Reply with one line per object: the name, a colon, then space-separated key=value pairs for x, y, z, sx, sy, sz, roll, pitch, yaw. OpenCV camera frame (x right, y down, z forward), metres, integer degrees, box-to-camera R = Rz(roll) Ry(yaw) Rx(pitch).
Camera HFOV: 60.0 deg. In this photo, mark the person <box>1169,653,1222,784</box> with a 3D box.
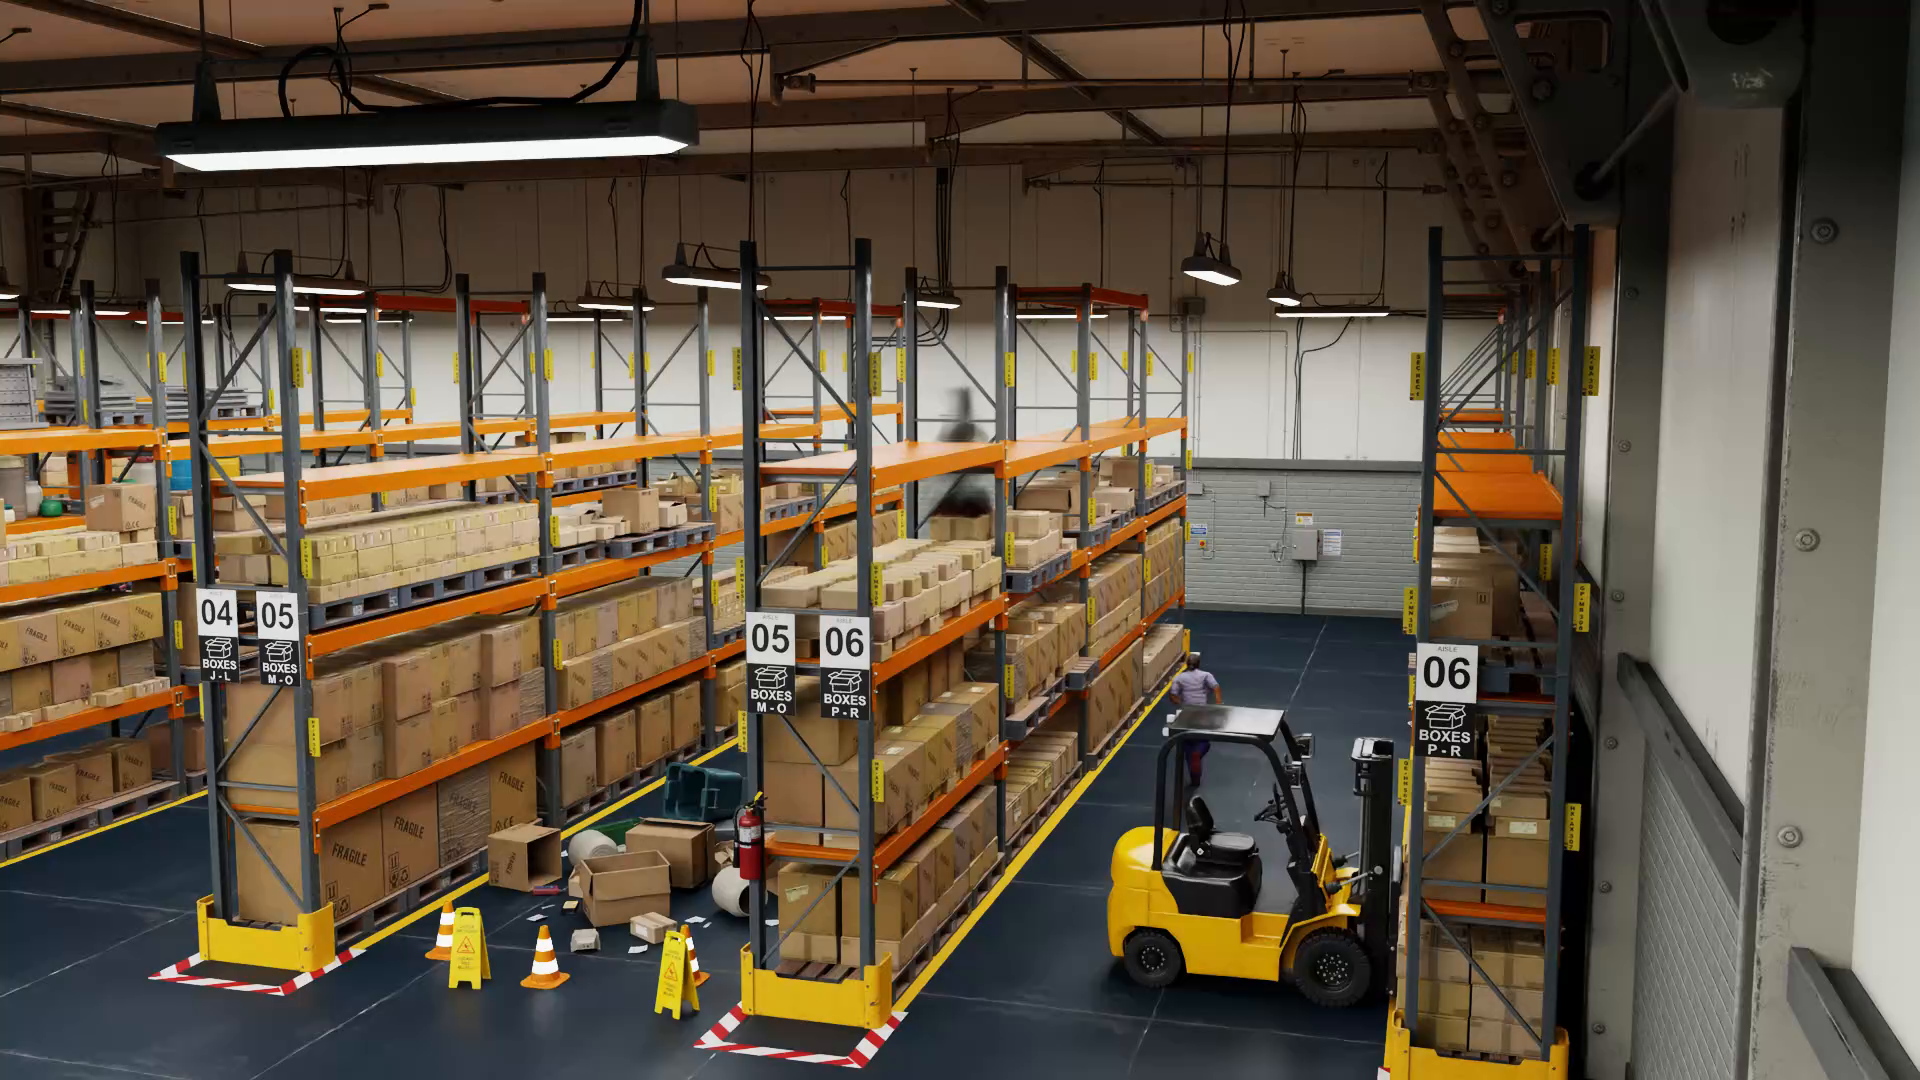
person: x=2.832 y=2.171 z=19.990 sx=0.644 sy=1.587 sz=0.644 roll=2 pitch=7 yaw=16
